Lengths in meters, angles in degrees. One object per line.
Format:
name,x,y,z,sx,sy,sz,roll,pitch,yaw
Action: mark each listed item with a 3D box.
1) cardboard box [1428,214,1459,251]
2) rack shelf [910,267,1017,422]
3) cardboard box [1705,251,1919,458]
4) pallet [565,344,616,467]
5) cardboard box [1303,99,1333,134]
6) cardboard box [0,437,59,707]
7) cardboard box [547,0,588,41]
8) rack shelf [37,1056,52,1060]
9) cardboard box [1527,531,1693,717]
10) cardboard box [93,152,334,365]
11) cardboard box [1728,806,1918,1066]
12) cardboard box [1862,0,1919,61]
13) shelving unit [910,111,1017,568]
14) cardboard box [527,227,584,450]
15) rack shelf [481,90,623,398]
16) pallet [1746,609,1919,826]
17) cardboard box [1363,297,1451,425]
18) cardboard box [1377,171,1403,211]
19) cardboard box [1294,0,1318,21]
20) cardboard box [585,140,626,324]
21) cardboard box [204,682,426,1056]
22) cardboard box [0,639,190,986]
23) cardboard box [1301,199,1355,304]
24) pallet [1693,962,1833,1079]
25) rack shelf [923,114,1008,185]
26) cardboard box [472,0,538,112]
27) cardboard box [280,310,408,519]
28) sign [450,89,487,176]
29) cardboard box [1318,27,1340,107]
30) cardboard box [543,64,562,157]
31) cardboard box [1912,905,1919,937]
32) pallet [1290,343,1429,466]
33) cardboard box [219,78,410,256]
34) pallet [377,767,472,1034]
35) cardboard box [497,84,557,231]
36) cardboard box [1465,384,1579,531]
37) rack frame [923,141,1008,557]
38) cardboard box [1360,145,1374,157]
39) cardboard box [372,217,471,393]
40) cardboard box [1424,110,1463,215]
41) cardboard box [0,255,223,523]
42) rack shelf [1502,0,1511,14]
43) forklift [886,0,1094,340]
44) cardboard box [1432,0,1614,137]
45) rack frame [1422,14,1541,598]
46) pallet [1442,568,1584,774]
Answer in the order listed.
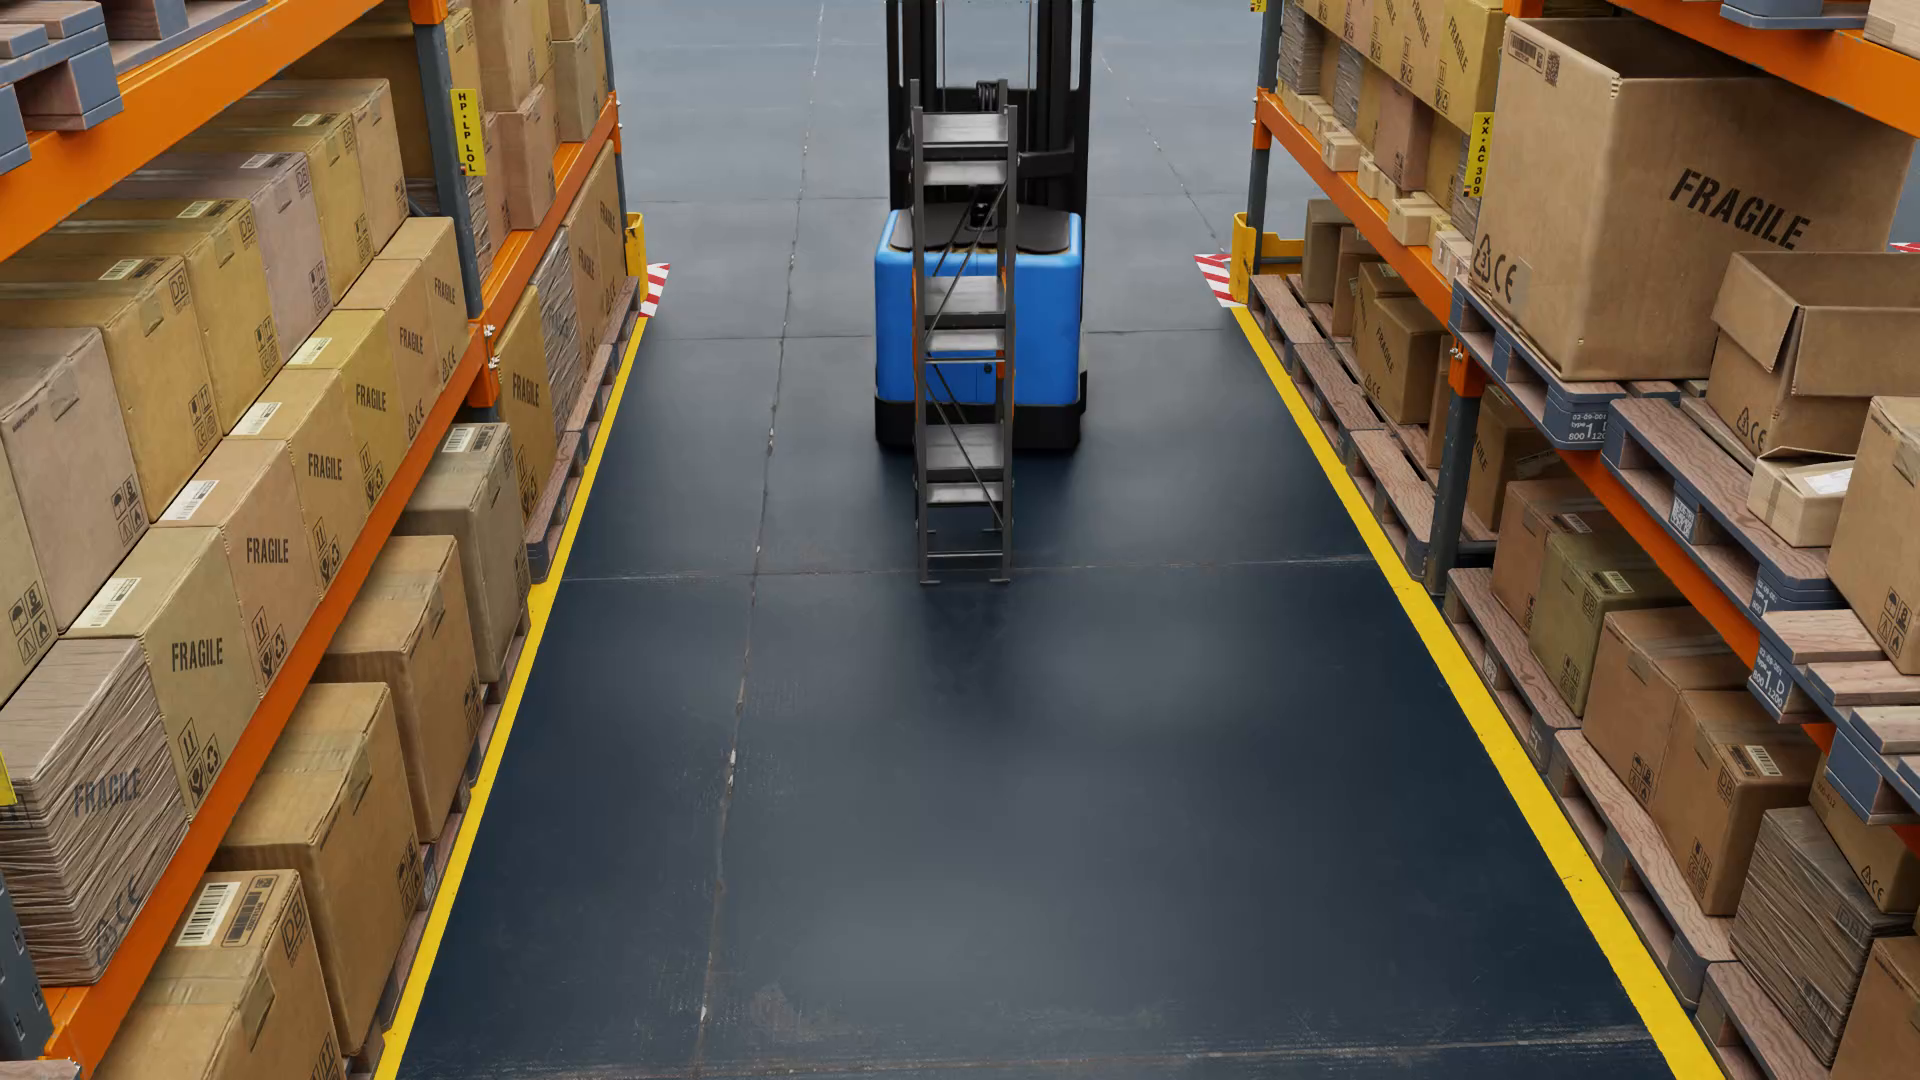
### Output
cardboard box,2.292,-1.332,7.331,0.380,0.149,0.250,-1,28,-3
rack shelf,0.009,-0.842,7.124,0.431,0.518,0.480,-1,28,-3
cardboard box,2.737,-0.552,4.998,0.797,0.503,0.637,1,28,3
pallet,-2.433,-0.726,8.915,1.003,0.211,1.213,-1,28,-3
cardboard box,2.147,-2.370,9.322,0.380,0.149,0.250,-1,28,-3
cardboard box,-2.209,0.107,3.112,0.700,0.500,0.500,-2,28,-3
cardboard box,-2.512,-3.013,8.954,0.875,0.550,0.550,-1,28,-3
rack shelf,-2.091,2.045,1.364,1.077,0.370,4.000,-1,28,-3
cardboard box,2.570,0.300,6.159,0.700,0.500,0.500,-2,28,-3
cardboard box,-2.318,-0.833,4.913,0.700,0.500,0.500,-1,28,-2
cardboard box,2.666,1.078,4.668,0.700,0.500,0.500,-4,28,-7
cardboard box,2.430,-1.209,3.742,0.500,0.250,0.500,-1,28,-1
shelving unit,-5.799,-2.069,6.045,12.070,5.092,0.667,-1,28,-3
cardboard box,-2.419,-0.997,8.262,0.875,0.875,0.875,-1,28,-2
rack shelf,-2.509,-1.650,8.447,1.077,0.370,4.000,-1,28,-3
pallet,2.619,0.488,3.779,1.213,0.211,1.003,-1,28,-3
cardboard box,2.424,-0.931,8.540,0.500,0.500,0.500,-4,28,-7
cardboard box,2.233,-1.677,7.994,0.380,0.149,0.250,-1,28,-3
cardboard box,2.121,-3.093,8.926,0.500,0.500,0.500,-1,28,-3
cardboard box,-2.512,-1.825,9.849,0.875,0.875,0.875,-1,28,-2
cardboard box,-2.187,0.926,4.709,1.050,0.750,0.750,-1,28,-2
cardboard box,-1.950,0.544,3.355,0.500,0.500,0.500,-1,28,-2
cardboard box,2.361,-1.754,10.119,0.500,0.500,0.500,4,28,7
pallet,2.723,1.605,4.445,1.003,0.211,1.213,-1,28,-3
rack shelf,0.009,-1.584,6.737,0.368,0.174,0.457,-1,28,-3
cardboard box,-2.425,-2.265,7.520,0.875,0.550,0.550,-1,28,-3
cardboard box,-2.058,-0.388,5.142,0.500,0.500,0.500,-1,28,-2
sign,-1.863,-1.541,6.294,0.100,0.325,0.005,-1,28,-3
cardboard box,2.492,-2.659,9.175,0.875,0.500,0.500,-1,28,-3
cardboard box,-2.595,-2.273,8.703,0.875,0.550,0.550,-1,28,-3
cardboard box,2.698,1.001,4.003,0.500,0.250,0.500,0,28,-1
pallet,2.417,-0.756,8.971,1.003,0.211,1.213,-1,28,-3
cardboard box,-2.373,-1.304,5.816,0.700,0.500,0.500,-2,28,-4
pallet,-2.222,1.111,5.392,1.003,0.211,1.213,-1,28,-3
cardboard box,-2.398,-1.787,7.771,0.875,0.550,0.550,-1,28,-3
cardboard box,2.573,-0.382,7.487,0.500,0.500,0.500,-2,28,-4
rack frame,0.020,-0.742,6.902,0.380,1.831,0.006,-1,28,-3
cardboard box,2.249,-1.909,8.439,0.380,0.149,0.250,-1,28,-3
cardboard box,-2.111,-0.855,6.037,0.500,0.500,0.500,-2,28,-3
cardboard box,2.601,-1.735,7.404,0.875,0.500,0.500,-1,28,-3
cardboard box,-2.266,-0.363,4.014,0.700,0.500,0.500,-2,28,-3
rack shelf,2.449,-3.053,7.894,1.077,0.370,4.000,-1,28,-3
forklift,0.175,-2.409,9.199,1.121,2.935,3.031,2,28,3
cardboard box,2.255,-1.939,6.713,0.500,0.500,0.500,-1,28,-3
rack frame,2.554,-1.118,6.650,1.000,3.000,0.127,-1,28,-3
pallet,2.596,0.478,6.606,1.003,0.211,1.213,-1,28,-3
